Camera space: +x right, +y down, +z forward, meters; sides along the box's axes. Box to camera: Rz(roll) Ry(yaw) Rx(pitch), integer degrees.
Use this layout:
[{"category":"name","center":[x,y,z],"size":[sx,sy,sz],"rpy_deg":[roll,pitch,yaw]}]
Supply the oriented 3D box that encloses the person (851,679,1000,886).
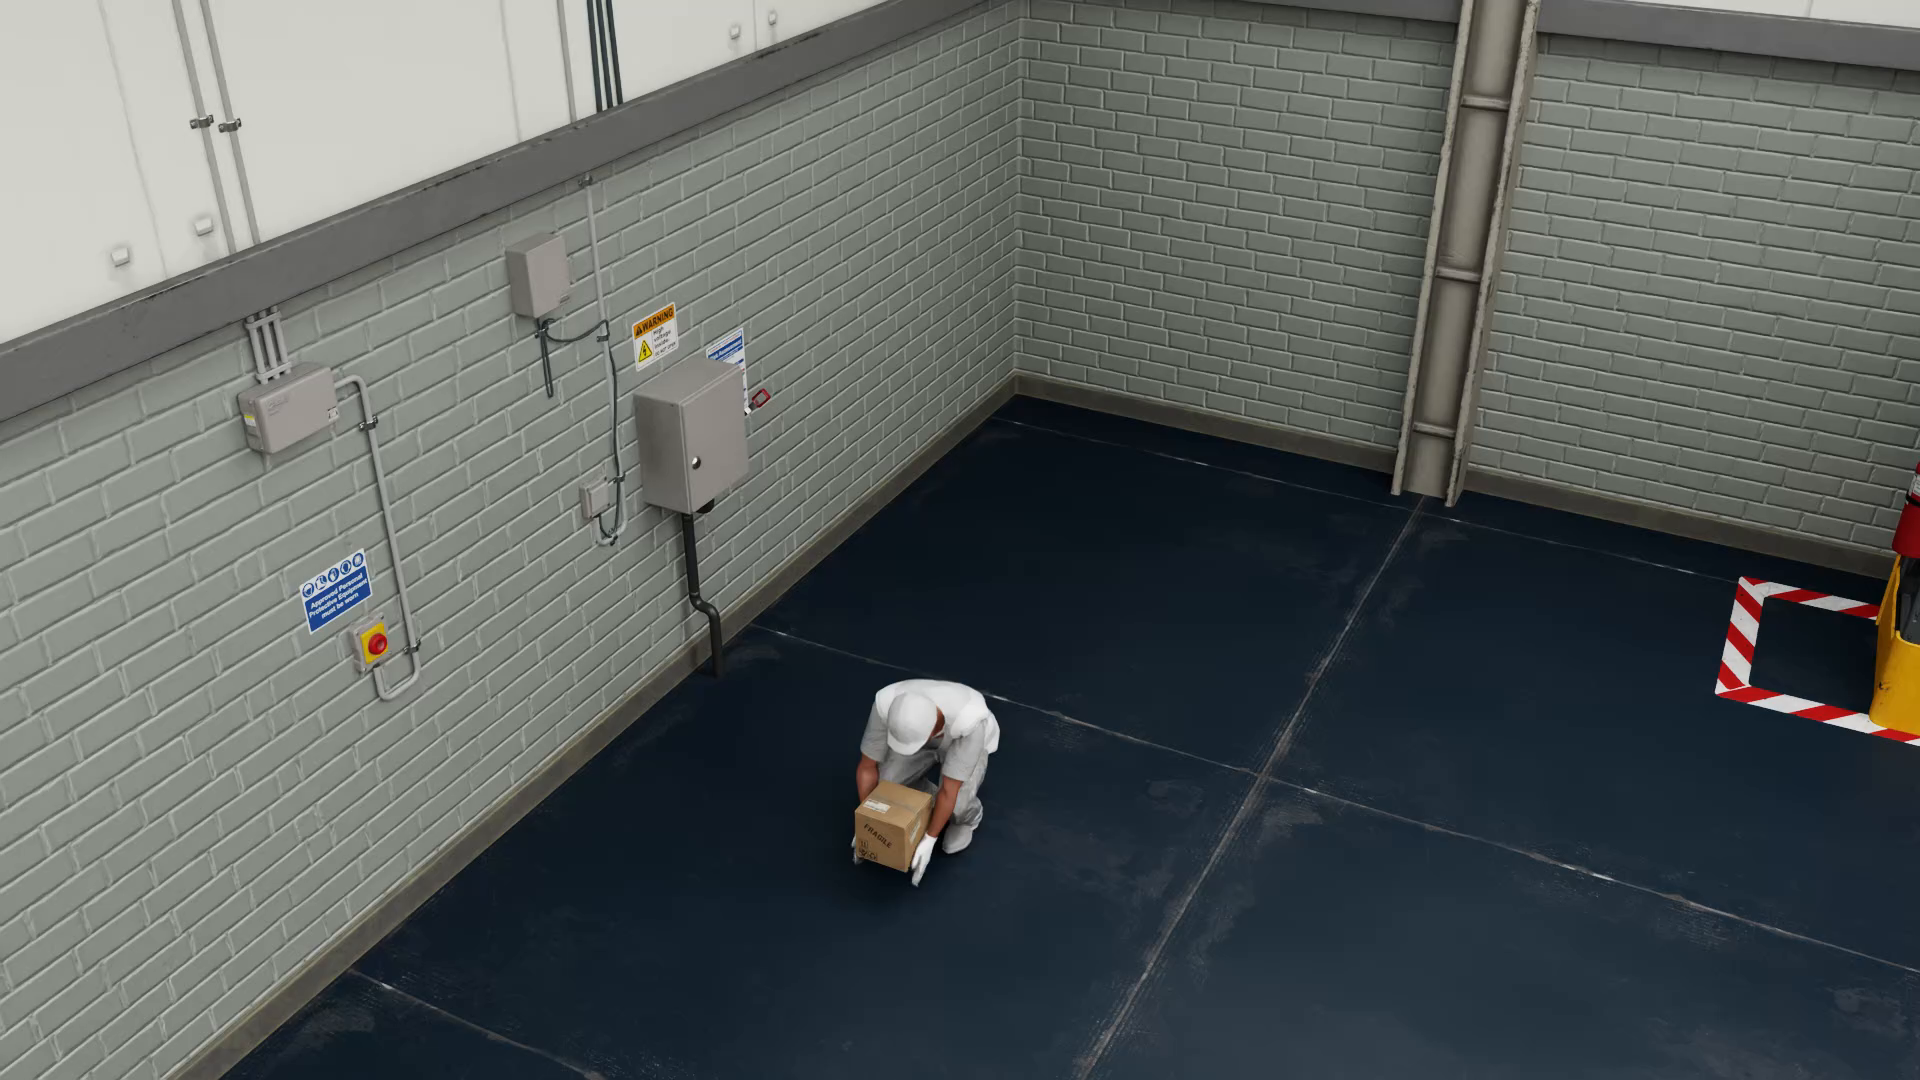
[{"category":"person","center":[-0.124,0.956,7.404],"size":[0.564,0.999,0.888],"rpy_deg":[14,33,23]}]
